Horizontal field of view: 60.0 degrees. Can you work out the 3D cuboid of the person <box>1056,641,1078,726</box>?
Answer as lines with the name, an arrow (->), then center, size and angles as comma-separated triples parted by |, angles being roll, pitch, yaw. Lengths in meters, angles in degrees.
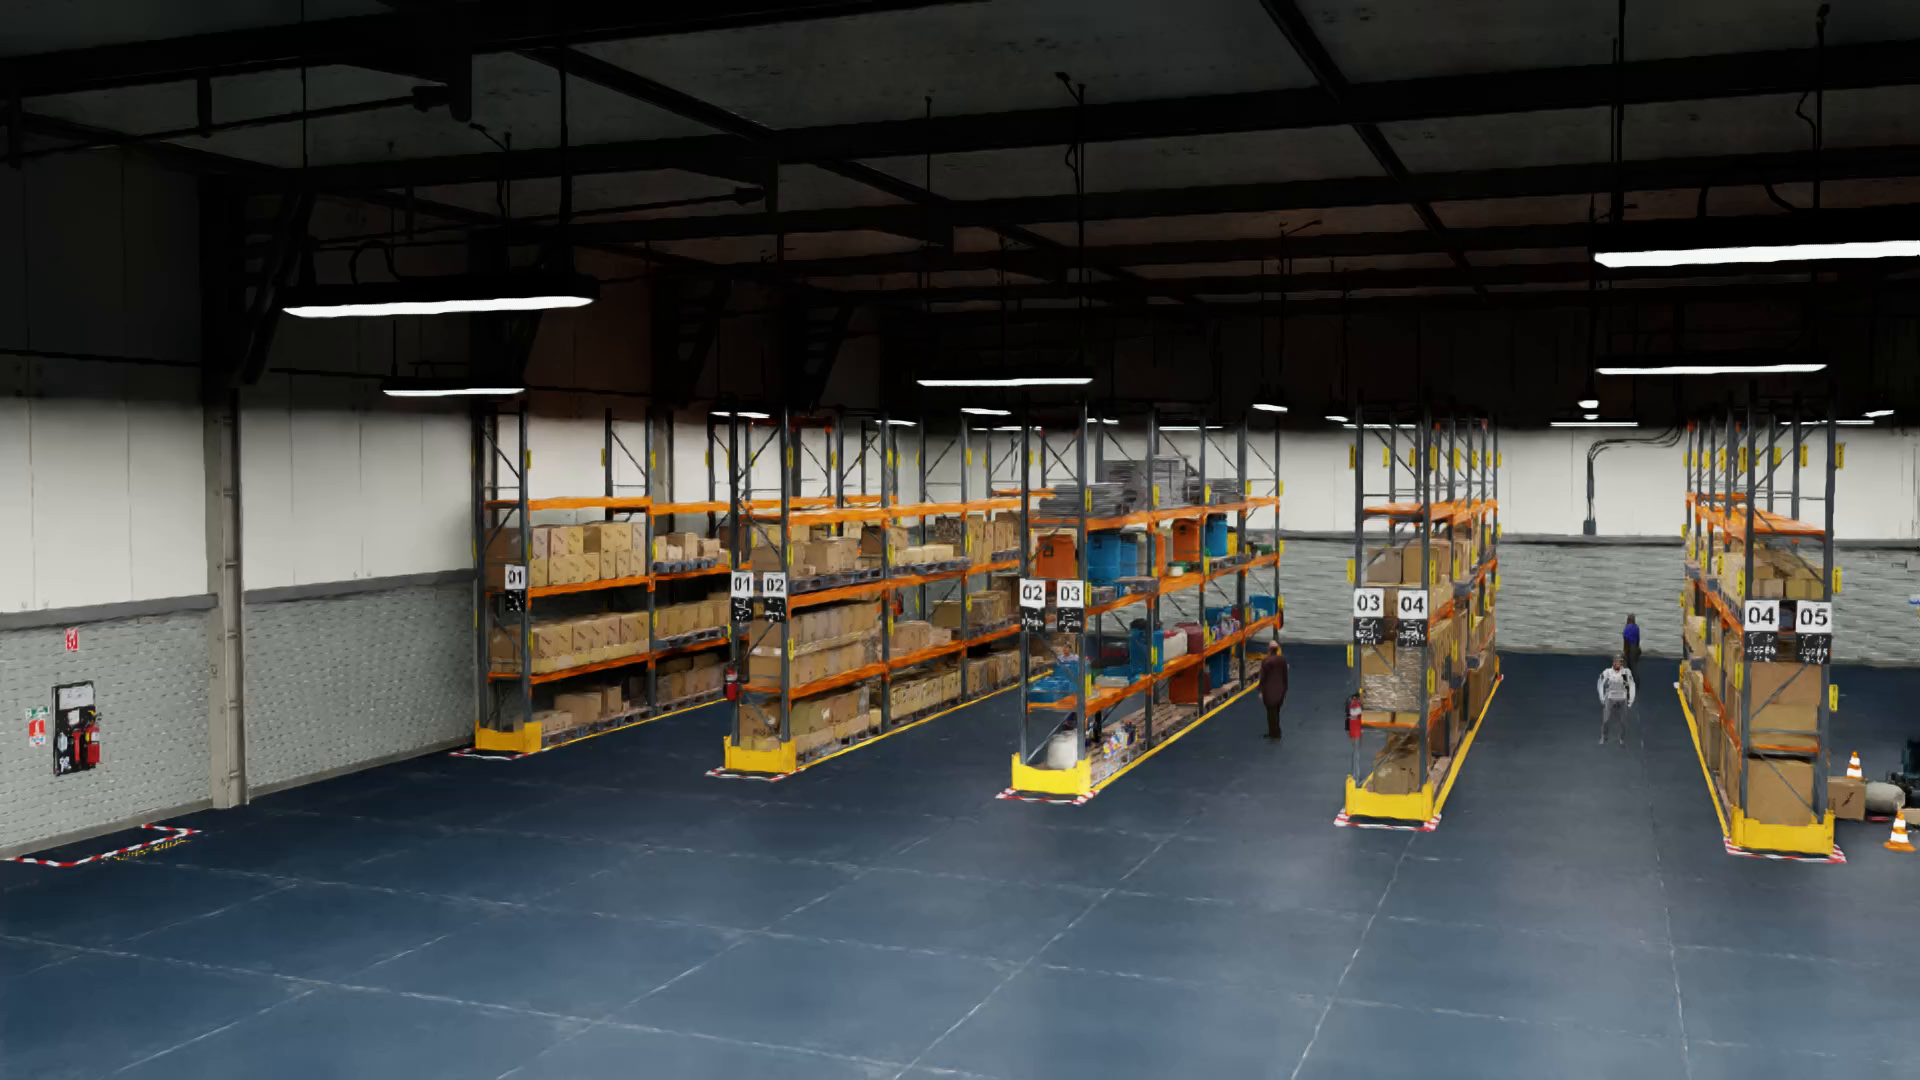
person -> 2.024, 2.679, 31.359 | 0.479, 1.567, 1.090 | 1, 3, 23

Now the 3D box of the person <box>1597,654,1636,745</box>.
person -> 11.478, 2.778, 29.092 | 0.639, 1.632, 0.512 | 1, 3, 19

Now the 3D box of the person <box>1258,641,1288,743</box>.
person -> 5.508, 2.664, 29.406 | 0.678, 1.773, 0.630 | -2, 4, -39

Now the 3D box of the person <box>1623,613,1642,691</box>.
person -> 14.523, 2.410, 36.024 | 0.573, 1.653, 0.551 | -2, 4, -41
